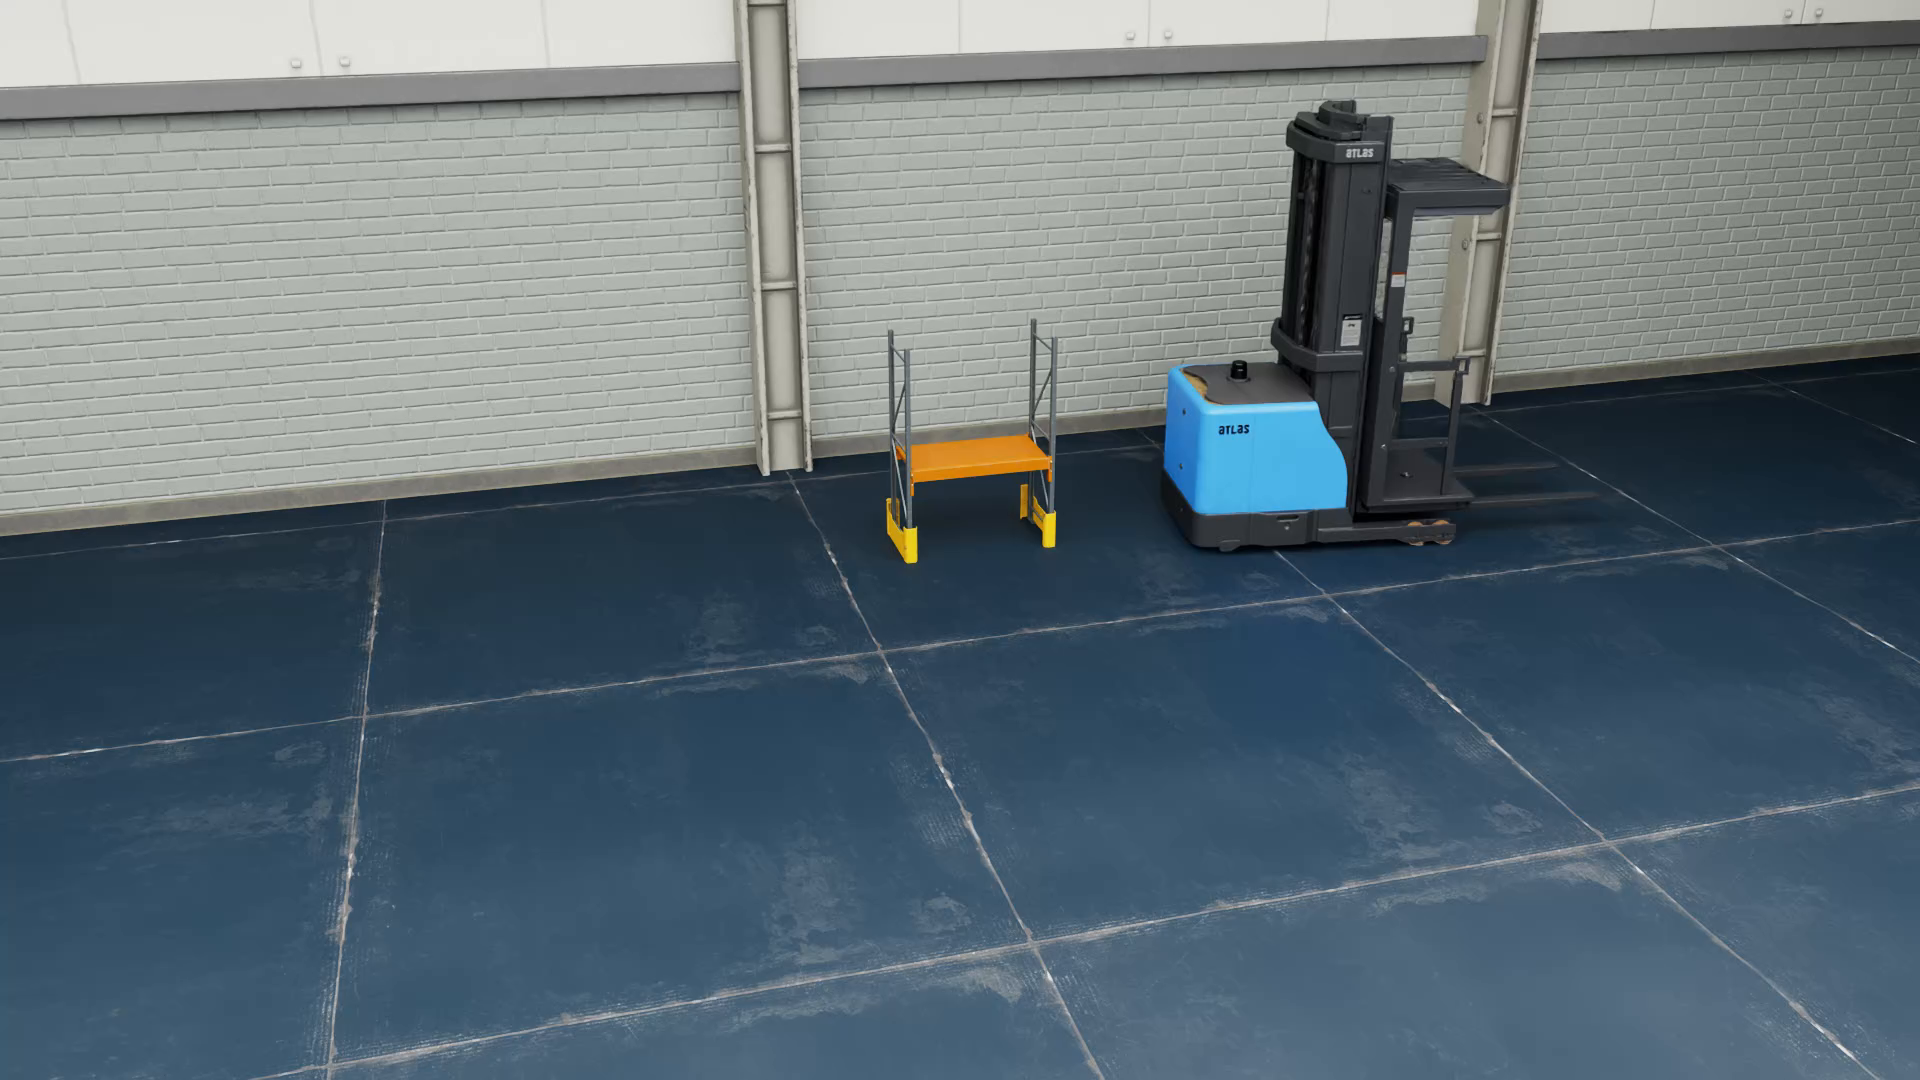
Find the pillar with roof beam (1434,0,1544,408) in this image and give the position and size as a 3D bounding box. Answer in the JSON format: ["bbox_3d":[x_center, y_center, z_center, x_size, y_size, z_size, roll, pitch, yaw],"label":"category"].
[{"bbox_3d":[5.558,-3.718,9.003,0.400,9.000,9.100,-6,24,-14],"label":"pillar with roof beam"}]

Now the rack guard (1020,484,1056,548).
[{"bbox_3d":[0.553,-0.176,11.843,0.087,0.250,0.587,-6,24,-14],"label":"rack guard"}]

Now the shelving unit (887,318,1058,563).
[{"bbox_3d":[0.073,-0.697,11.473,1.083,1.500,0.587,-6,24,-14],"label":"shelving unit"}]

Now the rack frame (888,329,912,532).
[{"bbox_3d":[-0.407,-0.644,11.349,0.032,1.500,0.500,-6,24,-14],"label":"rack frame"}]

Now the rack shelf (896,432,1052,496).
[{"bbox_3d":[0.082,-0.533,11.546,1.000,0.185,0.538,-6,24,-14],"label":"rack shelf"}]

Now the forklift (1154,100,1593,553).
[{"bbox_3d":[2.991,-1.506,11.543,3.031,2.935,1.130,-3,23,-7],"label":"forklift"}]

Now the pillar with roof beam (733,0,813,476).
[{"bbox_3d":[-0.219,-3.079,7.514,0.400,9.000,9.100,-6,24,-14],"label":"pillar with roof beam"}]

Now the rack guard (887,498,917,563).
[{"bbox_3d":[-0.406,-0.070,11.596,0.087,0.250,0.587,-6,24,-14],"label":"rack guard"}]

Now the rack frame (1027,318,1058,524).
[{"bbox_3d":[0.572,-0.752,11.602,0.032,1.500,0.500,-6,24,-14],"label":"rack frame"}]
